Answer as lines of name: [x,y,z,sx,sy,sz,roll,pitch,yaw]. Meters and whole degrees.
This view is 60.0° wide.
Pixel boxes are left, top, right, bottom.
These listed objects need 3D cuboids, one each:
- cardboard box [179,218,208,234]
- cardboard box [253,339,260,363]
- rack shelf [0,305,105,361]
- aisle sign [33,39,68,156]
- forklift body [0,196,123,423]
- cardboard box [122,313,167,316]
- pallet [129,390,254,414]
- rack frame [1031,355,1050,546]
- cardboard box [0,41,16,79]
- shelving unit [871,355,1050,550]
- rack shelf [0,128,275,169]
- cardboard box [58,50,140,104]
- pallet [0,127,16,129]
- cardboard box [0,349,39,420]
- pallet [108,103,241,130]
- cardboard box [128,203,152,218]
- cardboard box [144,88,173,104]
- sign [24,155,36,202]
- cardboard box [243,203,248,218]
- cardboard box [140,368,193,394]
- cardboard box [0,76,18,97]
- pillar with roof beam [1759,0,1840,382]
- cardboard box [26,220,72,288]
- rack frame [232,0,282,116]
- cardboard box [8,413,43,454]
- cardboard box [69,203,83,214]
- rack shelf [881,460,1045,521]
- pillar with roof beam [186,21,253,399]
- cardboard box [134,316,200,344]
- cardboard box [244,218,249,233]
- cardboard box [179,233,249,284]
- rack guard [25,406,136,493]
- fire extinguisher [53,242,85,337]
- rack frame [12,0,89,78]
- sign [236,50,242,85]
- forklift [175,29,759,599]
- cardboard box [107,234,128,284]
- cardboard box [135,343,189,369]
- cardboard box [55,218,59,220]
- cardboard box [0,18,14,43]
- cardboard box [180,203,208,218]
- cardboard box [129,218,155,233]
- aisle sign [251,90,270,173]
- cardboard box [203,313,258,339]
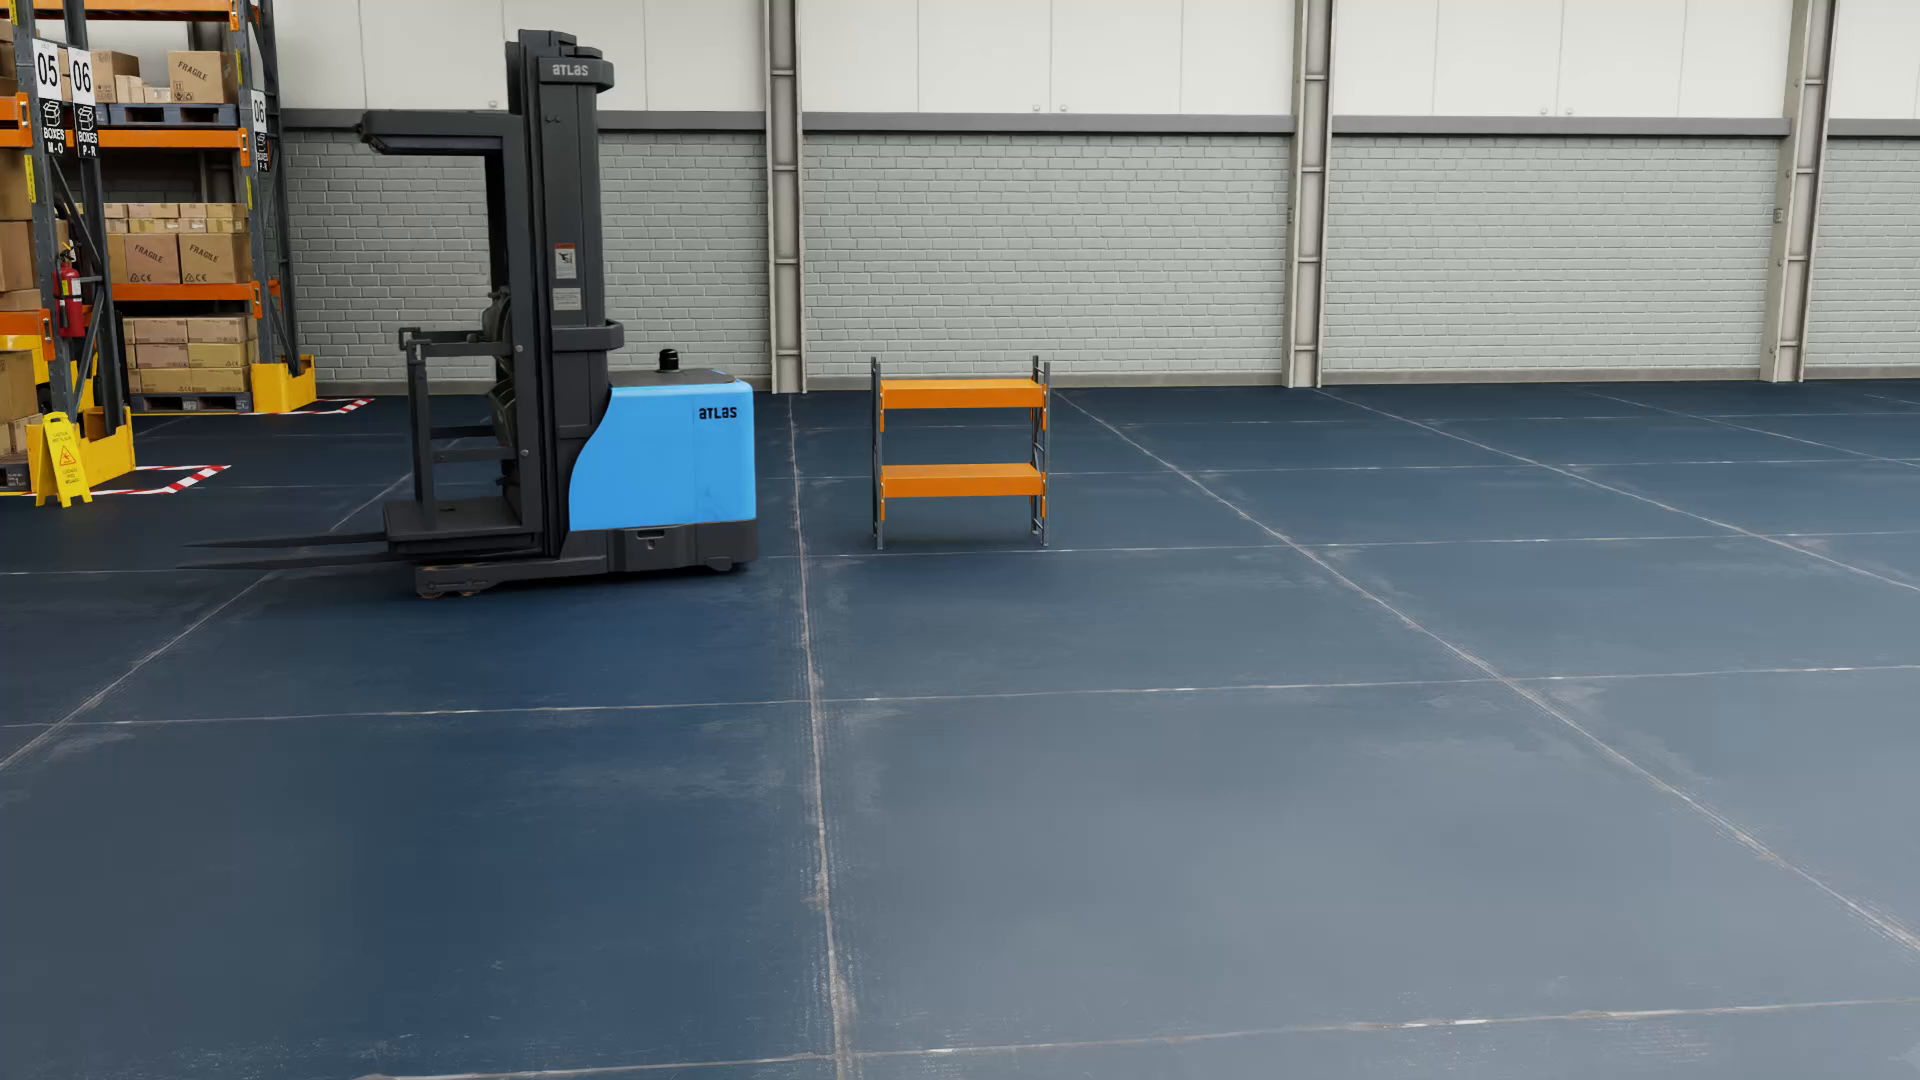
cardboard box: [-7.687,-3.173,16.791,0.250,0.149,0.380,-1,11,-5]
cardboard box: [-7.612,-2.010,17.559,0.500,0.250,0.500,-1,11,-5]
rack shelf: [-8.571,-1.531,12.246,4.000,0.370,1.077,-1,11,-6]
aisle sign: [-6.489,-3.147,11.861,0.004,0.787,0.394,-1,11,-6]
forklift body: [-8.810,-2.072,15.331,1.214,2.155,2.313,-1,11,-6]
cardboard box: [-8.615,-2.232,17.393,0.500,0.250,0.500,-1,11,-6]
pallet: [-7.878,-1.486,17.377,1.213,0.211,1.003,-1,11,-6]
rack frame: [0.499,-0.562,10.313,0.032,1.125,0.500,-1,11,-6]
cardboard box: [-7.062,-3.408,11.768,0.500,0.250,0.500,-1,11,-7]
shelving unit: [-0.007,-0.552,10.259,1.048,1.125,0.538,-1,11,-6]
rack shelf: [-9.110,-3.955,16.798,4.000,0.370,1.077,-1,11,-6]
cardboard box: [-8.565,-4.596,16.585,0.500,0.500,0.700,-1,11,-6]
pallet: [-10.254,-4.245,16.641,1.213,0.211,1.003,-1,11,-6]
cardboard box: [-7.438,-1.186,12.722,0.500,0.500,0.500,-2,11,-8]
pallet: [-7.828,-4.296,16.899,1.213,0.211,1.003,-1,11,-6]
cardboard box: [-8.210,-3.330,16.821,0.250,0.149,0.380,-1,11,-6]
cardboard box: [-7.913,-4.406,16.530,0.250,0.149,0.380,-2,11,-8]
sign: [-6.542,-2.542,11.702,0.005,0.325,0.100,-1,11,-6]
cardboard box: [-7.479,-3.425,17.302,0.250,0.149,0.380,-1,11,-7]
cardboard box: [-8.051,-1.656,17.053,0.500,0.250,0.500,-1,11,-6]
cardboard box: [-6.907,-3.213,11.812,0.250,0.149,0.380,-1,11,-6]
pillar with roof beam: [10.448,-5.529,15.164,0.400,9.000,9.100,-1,11,-6]
cardboard box: [-7.083,-2.164,12.570,0.500,0.500,0.500,-1,11,-7]
rack frame: [-7.122,-5.821,16.651,0.127,3.000,1.000,-1,11,-6]
cardboard box: [-7.414,-0.819,12.797,0.500,0.250,0.500,-1,11,-7]
cardboard box: [-8.713,-3.297,16.652,0.250,0.149,0.380,-1,11,-5]
rack shelf: [-0.007,-0.312,10.306,1.000,0.278,0.538,-1,11,-6]
pillar with roof beam: [-7.447,-5.154,13.257,0.400,9.000,9.100,-1,11,-6]
cardboard box: [-8.053,-2.144,16.945,0.500,0.250,0.500,-1,11,-5]
cardboard box: [-7.487,-3.288,17.375,0.250,0.149,0.380,-1,11,-8]
cardboard box: [-7.583,-2.866,16.912,0.500,0.500,0.500,-1,11,-7]
rack guard: [-6.658,-0.698,12.621,0.348,0.500,1.175,-1,11,-6]
fire extinguisher: [-6.419,-1.802,11.958,0.183,0.674,0.296,-1,11,-6]
rack frame: [-6.582,-4.870,11.809,0.127,3.000,1.000,-1,11,-6]
sign: [-7.077,-4.641,16.332,0.005,0.325,0.100,-1,11,-6]
forklift: [-2.714,-1.243,9.092,3.031,2.935,1.130,-4,12,-20]
cardboard box: [-8.609,-2.846,16.811,0.500,0.500,0.500,-1,11,-7]
cardboard box: [-8.072,-1.901,17.007,0.500,0.250,0.500,-1,11,-7]
cardboard box: [-8.967,-3.165,16.749,0.250,0.149,0.380,-1,11,-6]
cardboard box: [-6.887,-3.602,11.722,0.250,0.149,0.380,-1,11,-6]
cardboard box: [-7.697,-3.332,16.829,0.250,0.149,0.380,-1,11,-6]
cardboard box: [-8.200,-3.176,16.808,0.250,0.149,0.380,-1,11,-6]
aisle sign: [-7.025,-4.098,16.699,0.004,0.787,0.394,-1,11,-6]
cardboard box: [-7.620,-2.251,17.492,0.500,0.250,0.500,-1,11,-7]
